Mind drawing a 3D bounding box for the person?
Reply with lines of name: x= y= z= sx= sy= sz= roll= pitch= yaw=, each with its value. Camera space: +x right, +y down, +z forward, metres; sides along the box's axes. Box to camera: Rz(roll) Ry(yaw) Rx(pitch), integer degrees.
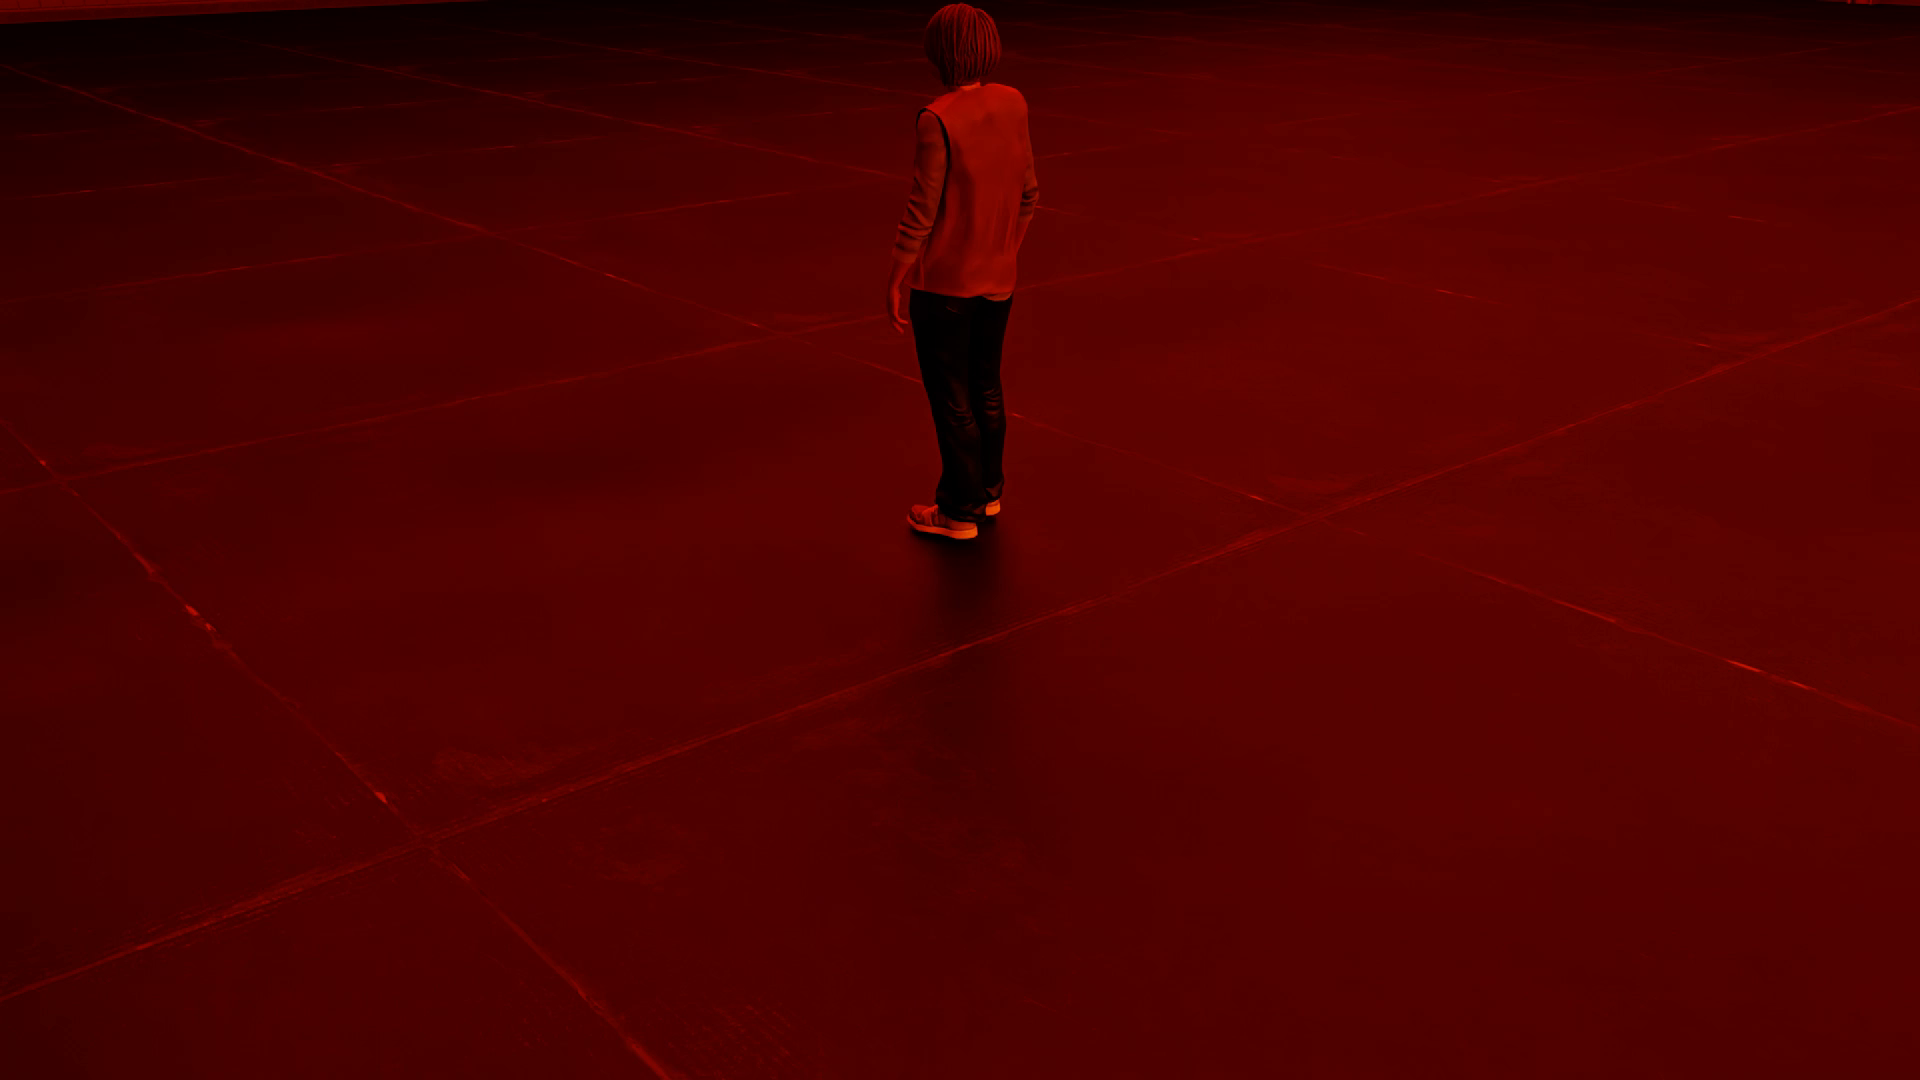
person: x=-0.036 y=-0.773 z=4.953 sx=0.520 sy=1.597 sz=0.476 roll=-17 pitch=28 yaw=-37
